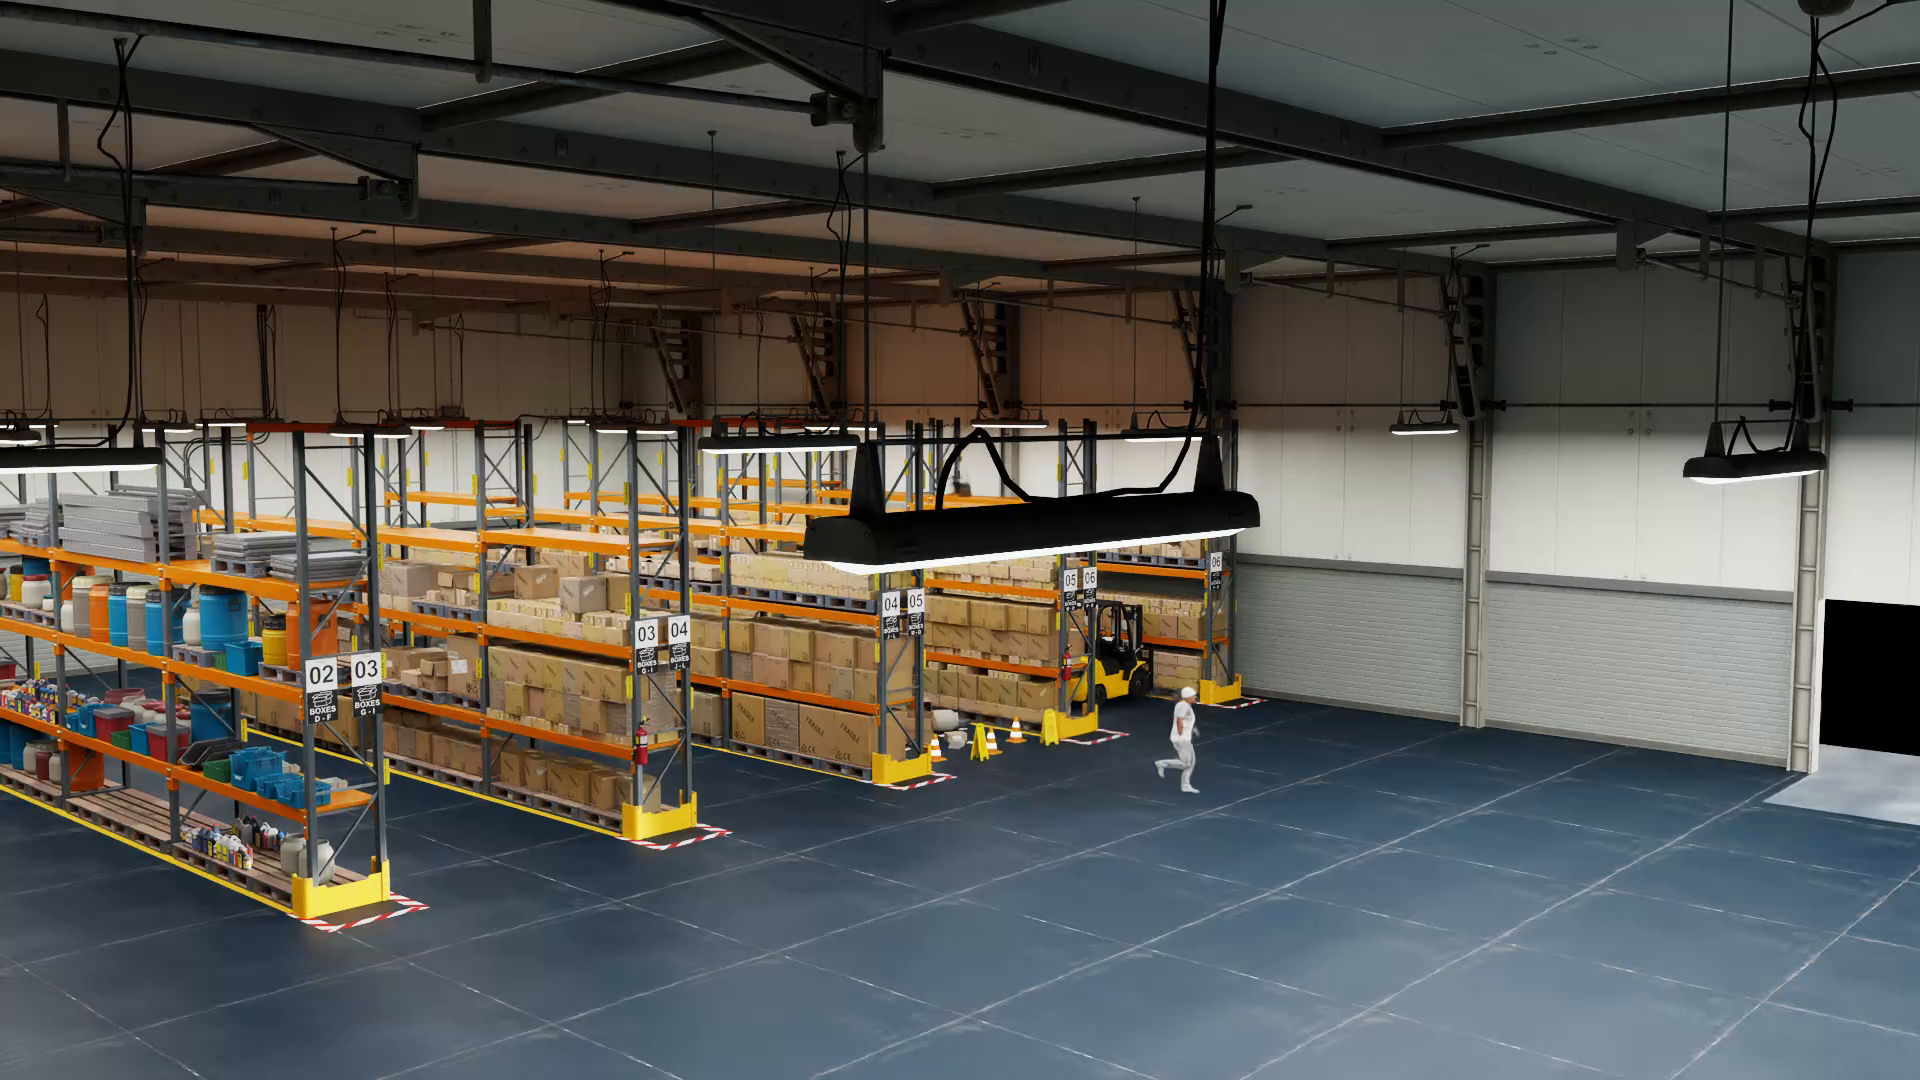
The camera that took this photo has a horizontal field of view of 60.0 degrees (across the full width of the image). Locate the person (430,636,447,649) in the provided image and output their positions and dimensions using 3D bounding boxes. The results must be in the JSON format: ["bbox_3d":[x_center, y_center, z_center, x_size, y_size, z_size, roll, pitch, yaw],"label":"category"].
[{"bbox_3d":[-12.585,2.243,40.188,0.754,1.646,0.644,-1,5,-10],"label":"person"}]

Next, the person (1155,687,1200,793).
[{"bbox_3d":[3.556,3.267,27.166,0.730,1.742,0.714,0,5,4],"label":"person"}]
